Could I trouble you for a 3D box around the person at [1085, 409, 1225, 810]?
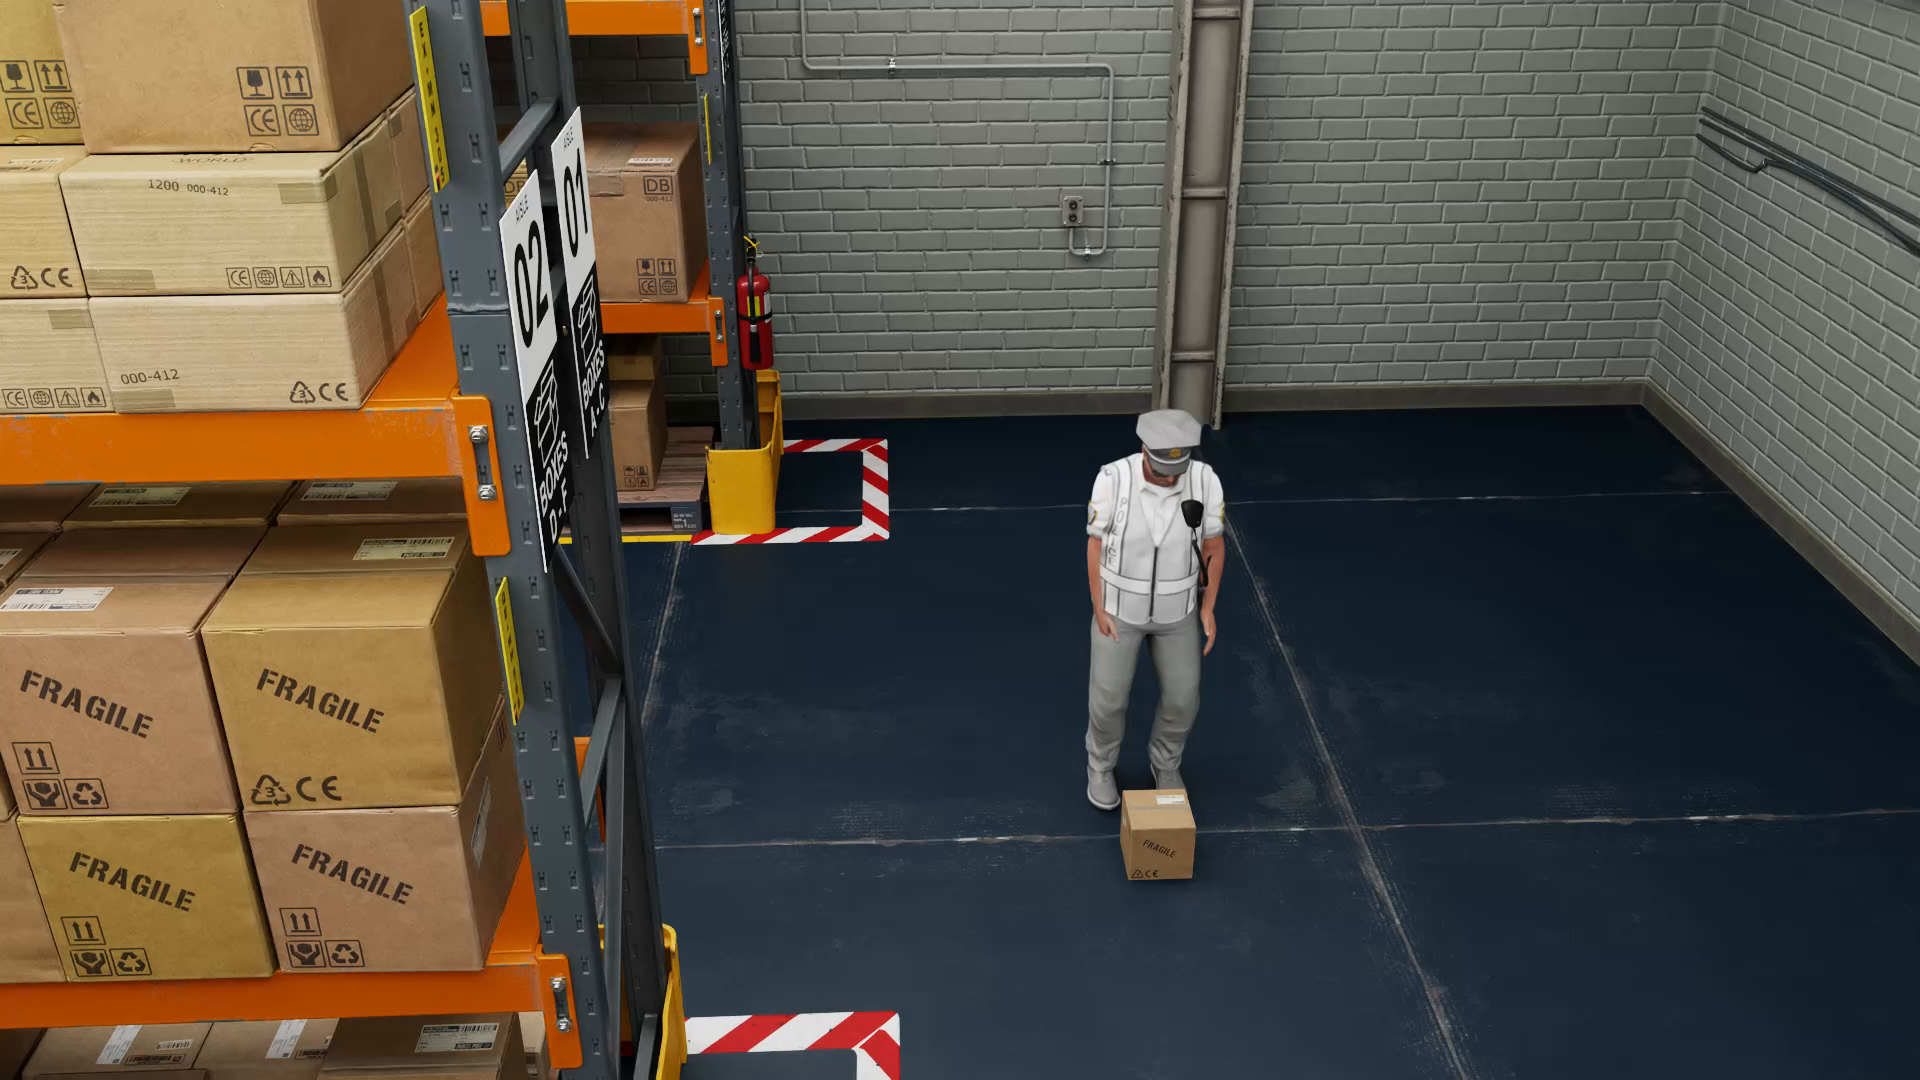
[{"bbox_3d":[0.767,0.277,6.626,0.547,1.719,0.439,-1,27,-1],"label":"person"}]
